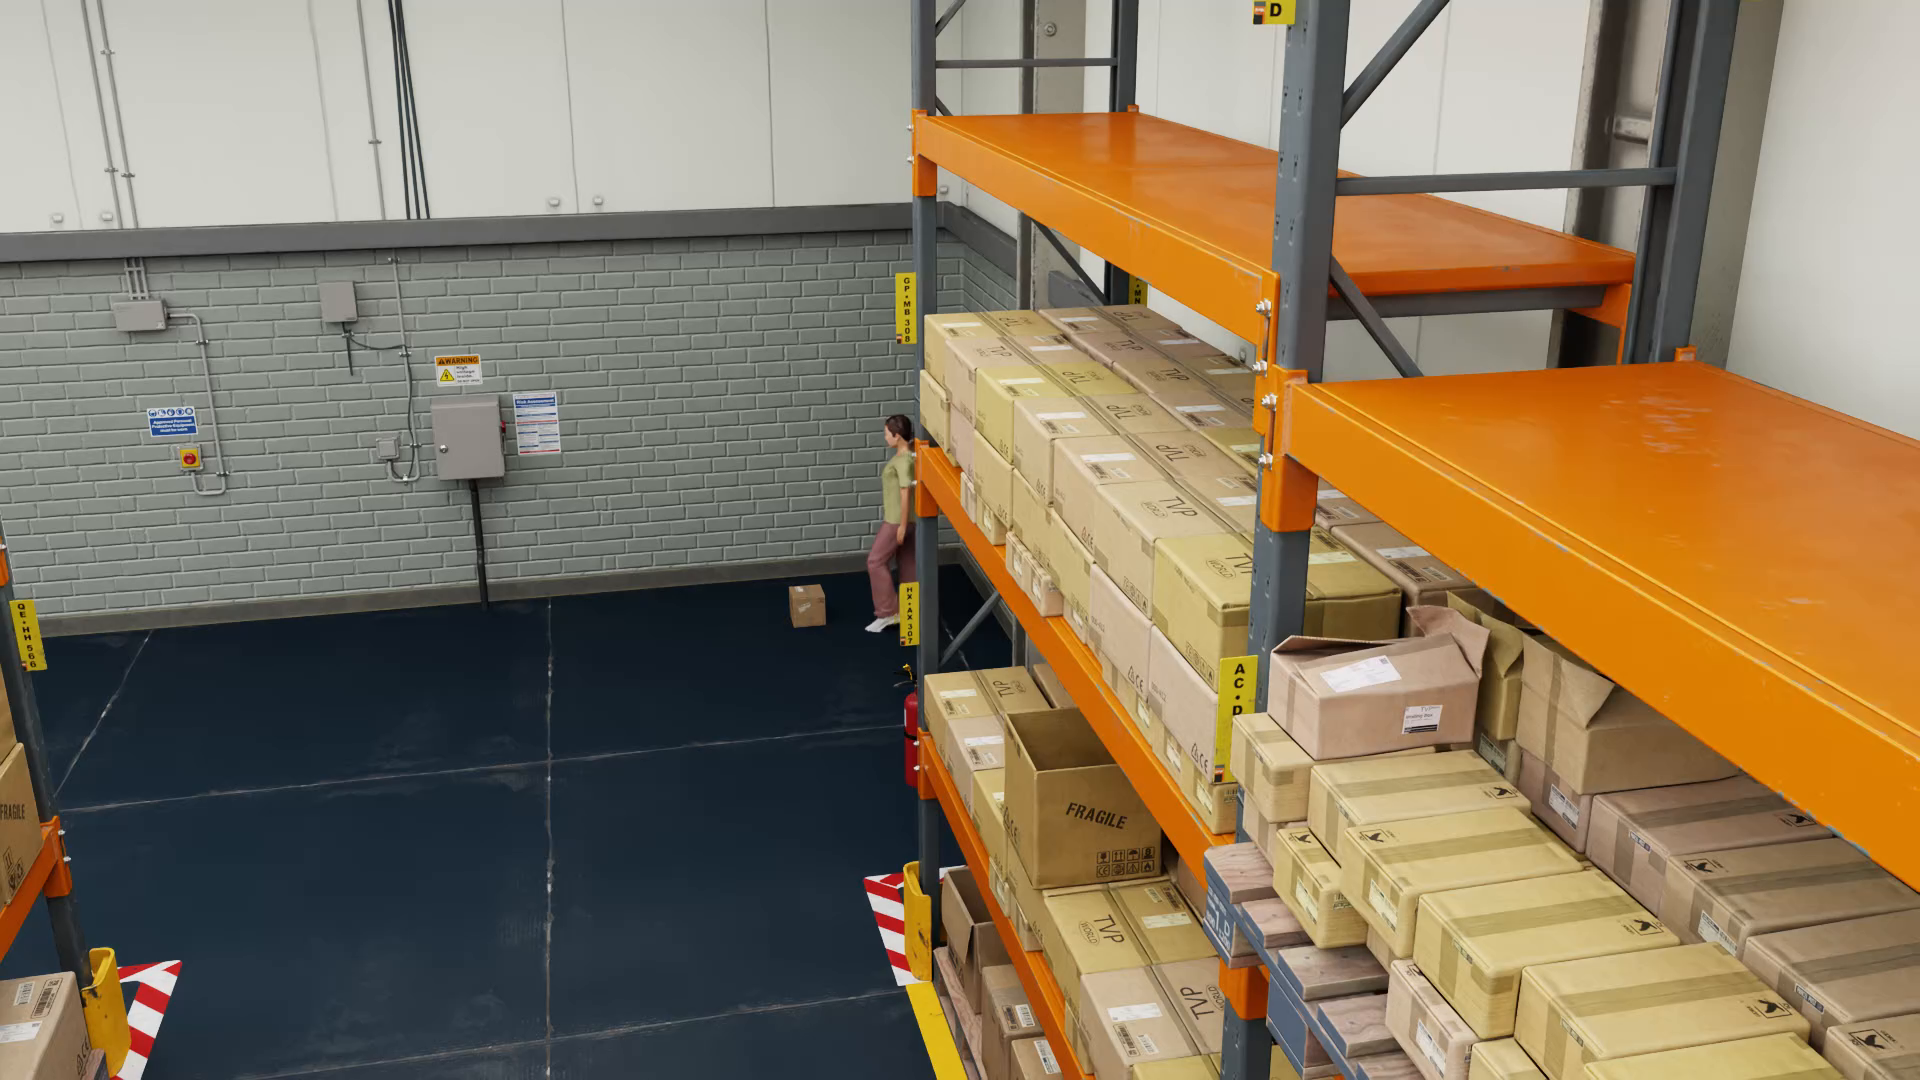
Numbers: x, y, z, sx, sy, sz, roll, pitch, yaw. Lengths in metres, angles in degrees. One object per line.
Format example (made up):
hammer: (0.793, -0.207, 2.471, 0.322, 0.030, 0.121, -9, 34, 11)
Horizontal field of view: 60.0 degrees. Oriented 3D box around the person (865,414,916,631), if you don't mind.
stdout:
person: (-0.485, -0.131, 12.751, 0.446, 1.721, 0.457, 4, 20, 12)
